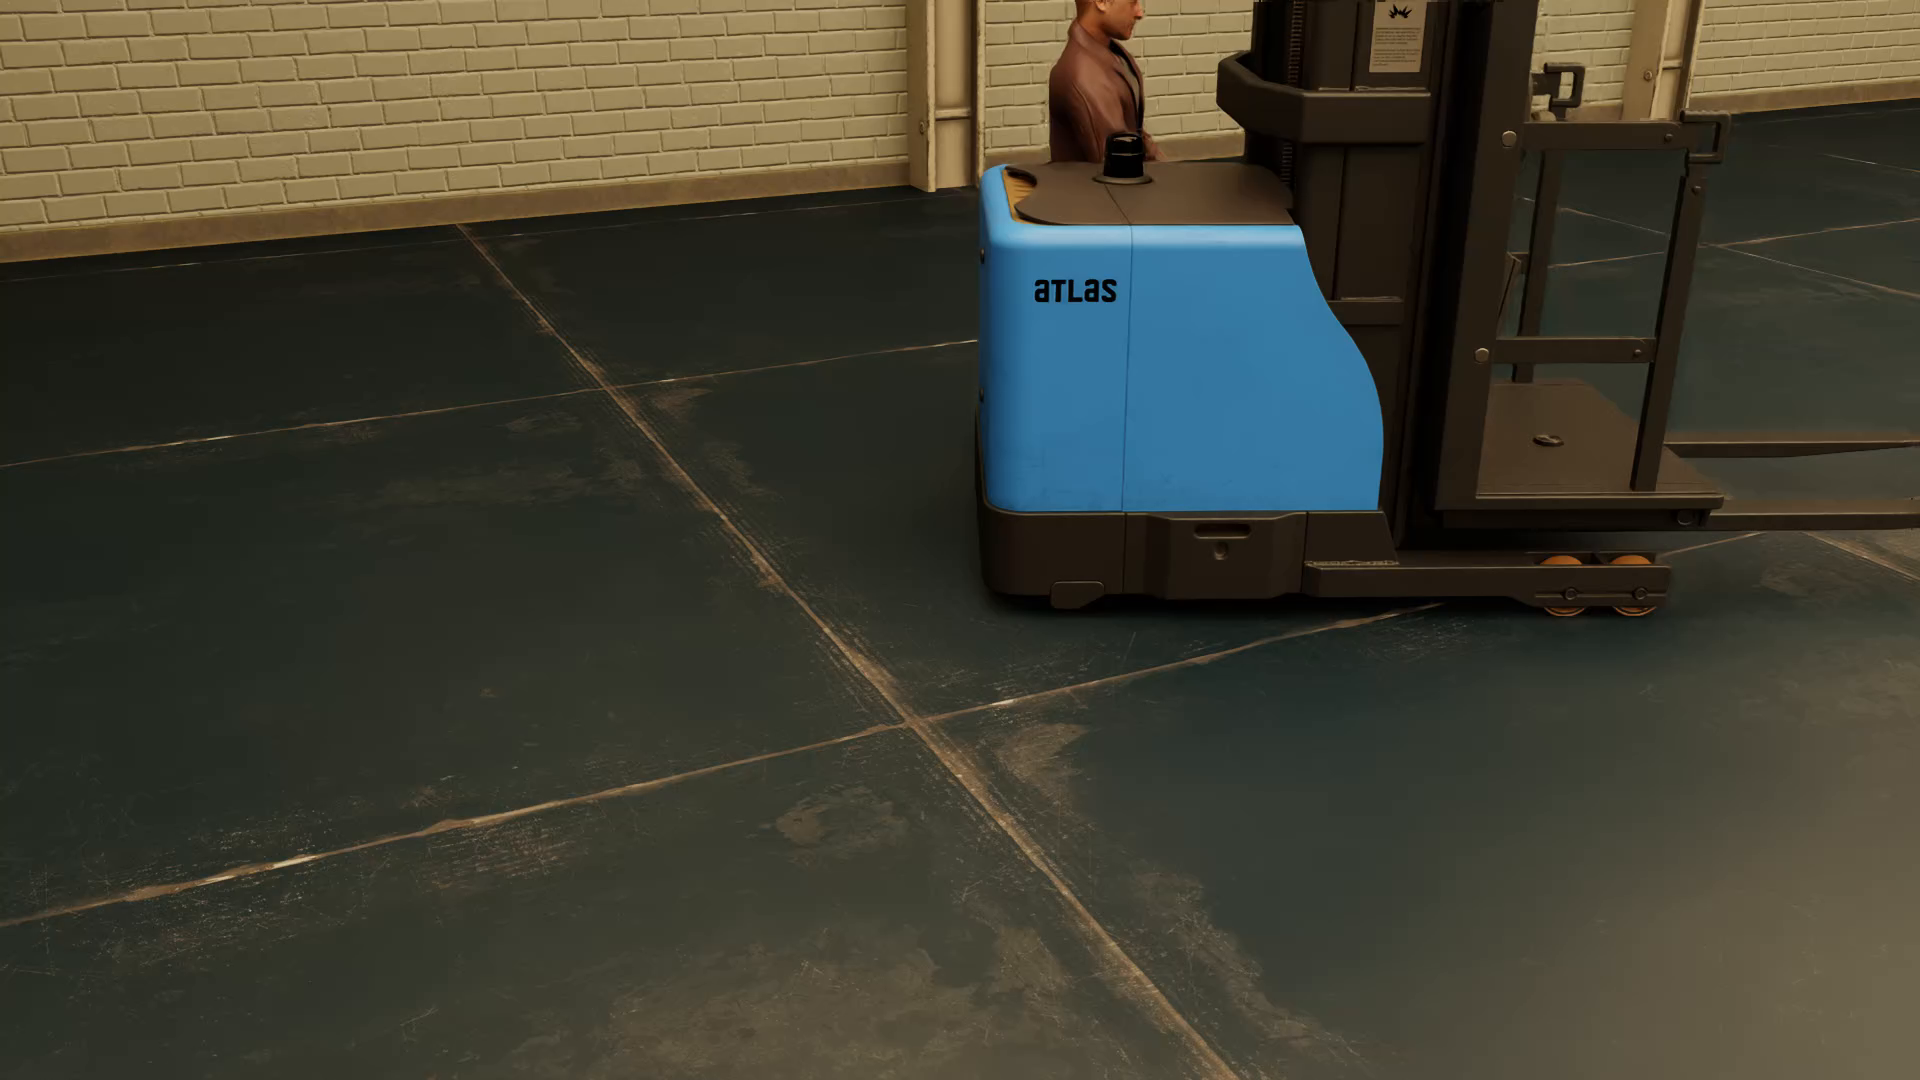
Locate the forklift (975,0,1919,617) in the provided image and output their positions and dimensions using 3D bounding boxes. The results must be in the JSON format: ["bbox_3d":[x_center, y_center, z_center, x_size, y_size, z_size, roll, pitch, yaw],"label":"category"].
[{"bbox_3d":[1.571,-1.345,4.524,3.031,2.935,1.130,0,23,-1],"label":"forklift"}]

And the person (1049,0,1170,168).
[{"bbox_3d":[0.650,-1.018,5.384,0.737,1.664,0.839,6,23,14],"label":"person"}]
